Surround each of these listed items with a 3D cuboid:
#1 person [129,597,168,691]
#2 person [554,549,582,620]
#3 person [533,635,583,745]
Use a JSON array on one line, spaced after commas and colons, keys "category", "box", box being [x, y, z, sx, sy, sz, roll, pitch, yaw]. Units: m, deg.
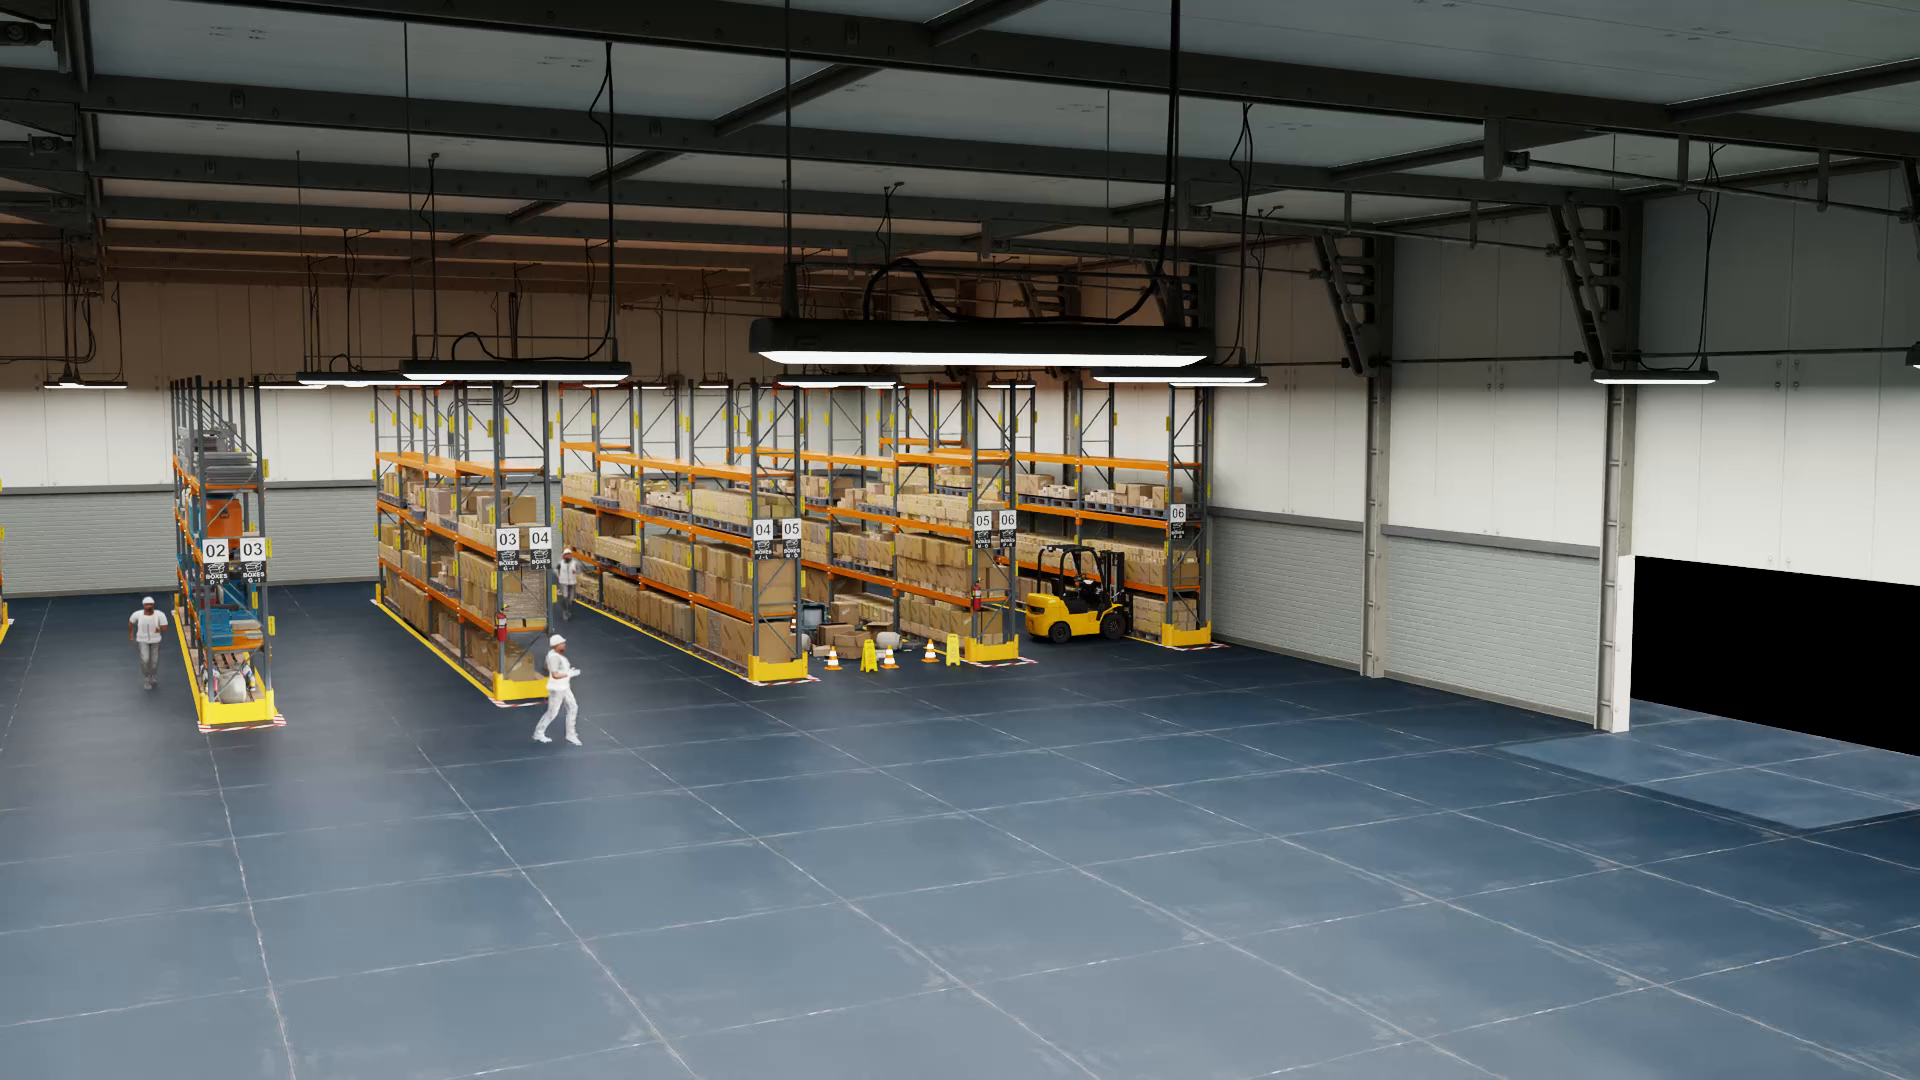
[{"category": "person", "box": [-15.651, 1.995, 32.107, 0.670, 1.815, 0.834, -3, 6, -30]}, {"category": "person", "box": [-9.903, 1.125, 42.050, 0.640, 1.826, 0.780, -2, 6, -24]}, {"category": "person", "box": [-6.509, 2.448, 26.864, 0.808, 1.847, 0.660, 0, 5, 0]}]
